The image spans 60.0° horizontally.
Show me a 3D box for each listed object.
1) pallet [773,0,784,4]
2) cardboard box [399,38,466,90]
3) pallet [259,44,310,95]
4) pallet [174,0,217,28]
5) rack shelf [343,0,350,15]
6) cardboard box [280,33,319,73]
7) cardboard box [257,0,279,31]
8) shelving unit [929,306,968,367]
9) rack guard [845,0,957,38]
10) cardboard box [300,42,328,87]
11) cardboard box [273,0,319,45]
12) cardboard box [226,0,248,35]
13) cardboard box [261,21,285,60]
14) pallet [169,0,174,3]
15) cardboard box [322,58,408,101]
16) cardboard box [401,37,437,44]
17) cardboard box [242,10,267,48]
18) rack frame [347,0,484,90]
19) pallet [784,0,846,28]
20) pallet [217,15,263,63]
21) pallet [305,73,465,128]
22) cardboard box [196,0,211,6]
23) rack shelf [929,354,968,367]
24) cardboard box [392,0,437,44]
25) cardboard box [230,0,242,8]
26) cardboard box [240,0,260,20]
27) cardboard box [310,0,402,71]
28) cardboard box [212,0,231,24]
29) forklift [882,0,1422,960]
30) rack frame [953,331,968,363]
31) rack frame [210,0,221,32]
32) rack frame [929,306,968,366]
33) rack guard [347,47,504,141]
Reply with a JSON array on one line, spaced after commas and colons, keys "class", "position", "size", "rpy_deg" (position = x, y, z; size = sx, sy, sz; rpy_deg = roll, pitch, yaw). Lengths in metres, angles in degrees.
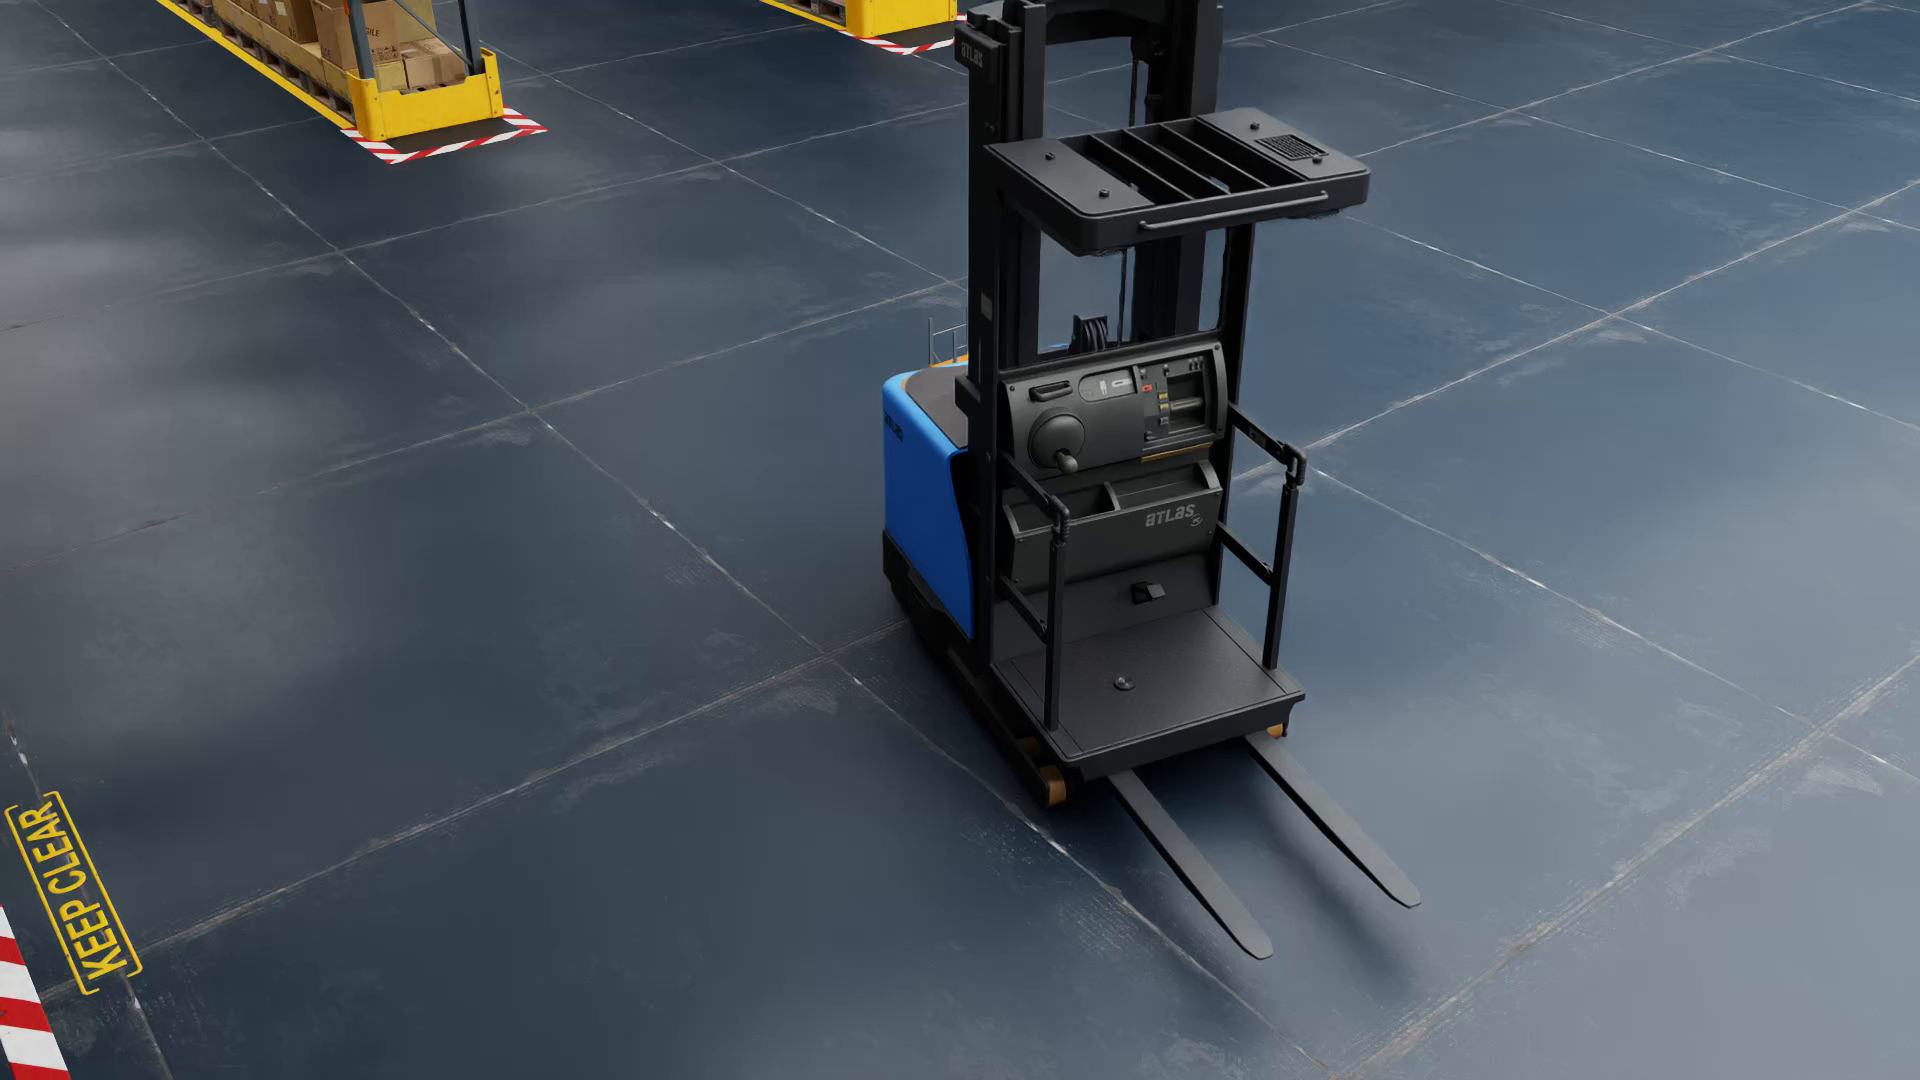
[{"class": "pallet", "position": [-1.809, -6.032, 17.762], "size": [1.003, 0.211, 1.213], "rpy_deg": [-22, 38, -31]}, {"class": "cardboard box", "position": [-4.556, -4.056, 14.146], "size": [0.500, 0.250, 0.500], "rpy_deg": [-22, 38, -31]}, {"class": "pallet", "position": [-5.649, -4.379, 15.101], "size": [1.003, 0.211, 1.213], "rpy_deg": [-22, 38, -31]}, {"class": "pallet", "position": [-7.338, -5.527, 16.949], "size": [1.003, 0.211, 1.213], "rpy_deg": [-22, 38, -31]}, {"class": "rack shelf", "position": [-5.629, -5.278, 14.587], "size": [1.077, 0.370, 4.000], "rpy_deg": [-22, 38, -31]}, {"class": "cardboard box", "position": [-5.589, -4.301, 14.540], "size": [0.500, 0.250, 0.500], "rpy_deg": [-22, 38, -31]}, {"class": "cardboard box", "position": [-5.897, -4.827, 14.677], "size": [0.500, 0.500, 0.500], "rpy_deg": [-22, 38, -31]}, {"class": "shelving unit", "position": [0.009, -0.504, 7.924], "size": [0.258, 1.200, 0.189], "rpy_deg": [-22, 38, -31]}, {"class": "rack guard", "position": [-0.572, -5.306, 16.319], "size": [1.175, 0.500, 0.348], "rpy_deg": [-22, 38, -31]}, {"class": "cardboard box", "position": [-5.281, -4.093, 14.205], "size": [0.500, 0.250, 0.500], "rpy_deg": [-22, 38, -31]}, {"class": "cardboard box", "position": [-5.591, -4.619, 14.341], "size": [0.500, 0.500, 0.500], "rpy_deg": [-22, 38, -31]}, {"class": "cardboard box", "position": [-6.508, -4.926, 15.547], "size": [0.500, 0.250, 0.500], "rpy_deg": [-22, 38, -31]}, {"class": "cardboard box", "position": [-5.894, -4.510, 14.876], "size": [0.500, 0.250, 0.500], "rpy_deg": [-22, 38, -31]}, {"class": "pallet", "position": [-8.091, -6.036, 17.769], "size": [1.003, 0.211, 1.213], "rpy_deg": [-22, 38, -31]}, {"class": "cardboard box", "position": [-4.965, -3.889, 13.876], "size": [0.500, 0.250, 0.500], "rpy_deg": [-22, 38, -31]}, {"class": "cardboard box", "position": [-4.865, -4.263, 14.480], "size": [0.500, 0.250, 0.500], "rpy_deg": [-22, 38, -31]}, {"class": "cardboard box", "position": [-6.206, -4.716, 15.209], "size": [0.500, 0.250, 0.500], "rpy_deg": [-22, 38, -31]}, {"class": "rack frame", "position": [-4.403, -4.750, 13.056], "size": [1.000, 3.000, 0.127], "rpy_deg": [-22, 38, -31]}, {"class": "pallet", "position": [-1.065, -5.524, 16.943], "size": [1.003, 0.211, 1.213], "rpy_deg": [-22, 38, -31]}, {"class": "pallet", "position": [-6.401, -4.888, 15.920], "size": [1.003, 0.211, 1.213], "rpy_deg": [-22, 38, -31]}, {"class": "pallet", "position": [-4.905, -3.871, 14.283], "size": [1.003, 0.211, 1.213], "rpy_deg": [-22, 38, -31]}, {"class": "cardboard box", "position": [-7.339, -5.507, 16.482], "size": [0.500, 0.250, 0.500], "rpy_deg": [-23, 38, -32]}, {"class": "rack shelf", "position": [0.009, -0.772, 7.757], "size": [0.258, 0.103, 0.180], "rpy_deg": [-22, 38, -31]}, {"class": "cardboard box", "position": [-4.864, -4.583, 14.283], "size": [0.500, 0.500, 0.500], "rpy_deg": [-22, 38, -31]}, {"class": "cardboard box", "position": [-6.506, -5.246, 15.351], "size": [0.500, 0.500, 0.500], "rpy_deg": [-22, 38, -31]}, {"class": "cardboard box", "position": [-6.205, -5.035, 15.011], "size": [0.500, 0.500, 0.500], "rpy_deg": [-22, 38, -31]}, {"class": "cardboard box", "position": [-4.967, -4.207, 13.677], "size": [0.500, 0.500, 0.500], "rpy_deg": [-22, 38, -31]}, {"class": "cardboard box", "position": [-6.811, -5.136, 15.885], "size": [0.500, 0.250, 0.500], "rpy_deg": [-22, 38, -31]}, {"class": "forklift", "position": [0.695, -0.452, 6.200], "size": [1.130, 2.935, 3.031], "rpy_deg": [-13, 34, -20]}, {"class": "rack frame", "position": [0.065, -0.466, 7.862], "size": [0.240, 1.200, 0.006], "rpy_deg": [-22, 38, -31]}, {"class": "rack frame", "position": [-6.856, -6.417, 15.740], "size": [1.000, 3.000, 0.127], "rpy_deg": [-22, 38, -31]}, {"class": "rack frame", "position": [-0.047, -0.542, 7.986], "size": [0.240, 1.200, 0.006], "rpy_deg": [-22, 38, -31]}, {"class": "rack guard", "position": [-4.388, -3.679, 13.699], "size": [1.175, 0.500, 0.348], "rpy_deg": [-22, 38, -31]}]
